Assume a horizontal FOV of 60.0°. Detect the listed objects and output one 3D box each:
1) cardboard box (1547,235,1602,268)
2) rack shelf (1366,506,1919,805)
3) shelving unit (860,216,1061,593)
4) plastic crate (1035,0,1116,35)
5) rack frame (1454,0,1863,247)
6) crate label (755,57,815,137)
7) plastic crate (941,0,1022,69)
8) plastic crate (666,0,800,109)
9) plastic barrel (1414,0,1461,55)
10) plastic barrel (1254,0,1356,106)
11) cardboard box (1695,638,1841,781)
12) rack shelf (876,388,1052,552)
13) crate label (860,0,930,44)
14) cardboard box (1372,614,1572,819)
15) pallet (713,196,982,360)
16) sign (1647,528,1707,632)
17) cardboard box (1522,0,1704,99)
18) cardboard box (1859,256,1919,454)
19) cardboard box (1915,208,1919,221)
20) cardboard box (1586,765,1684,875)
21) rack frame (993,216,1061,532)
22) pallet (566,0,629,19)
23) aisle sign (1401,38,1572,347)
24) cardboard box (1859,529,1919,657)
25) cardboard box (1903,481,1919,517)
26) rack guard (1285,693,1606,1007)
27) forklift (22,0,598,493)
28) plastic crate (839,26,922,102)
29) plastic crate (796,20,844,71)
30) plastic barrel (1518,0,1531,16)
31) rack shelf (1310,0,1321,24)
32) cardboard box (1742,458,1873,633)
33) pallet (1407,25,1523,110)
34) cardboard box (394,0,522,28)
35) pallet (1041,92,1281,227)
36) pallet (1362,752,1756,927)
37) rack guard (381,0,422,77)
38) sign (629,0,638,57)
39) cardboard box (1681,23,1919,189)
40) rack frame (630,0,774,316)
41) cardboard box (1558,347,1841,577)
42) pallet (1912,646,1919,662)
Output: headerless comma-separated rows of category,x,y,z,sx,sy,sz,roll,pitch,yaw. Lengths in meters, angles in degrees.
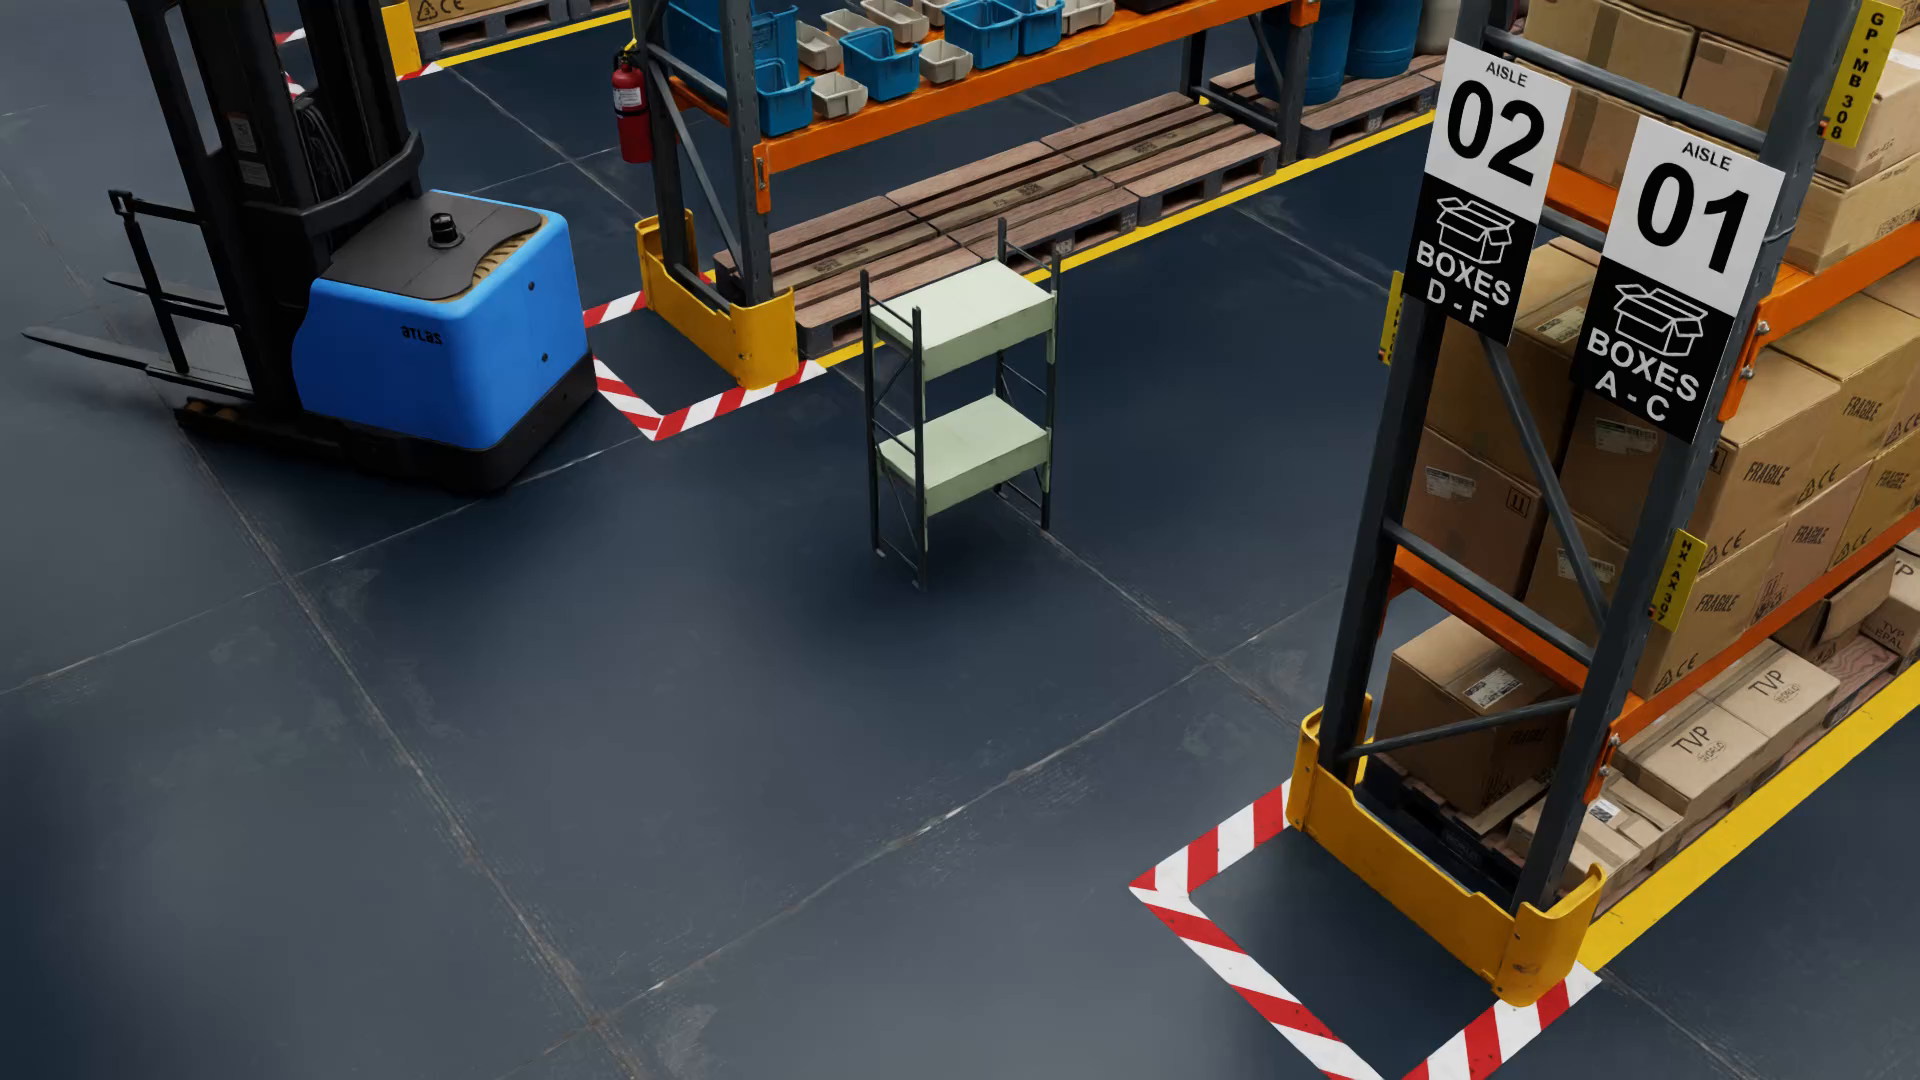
cardboard box,2.275,-0.754,5.571,0.500,0.500,0.500,-25,45,-27
rack shelf,3.275,-0.318,6.473,4.000,0.370,1.077,-26,46,-28
shelving unit,0.005,-0.582,7.411,0.755,1.500,0.431,-26,46,-28
plastic crate,0.648,-2.959,9.286,0.466,0.136,0.293,-26,46,-28
rack frame,1.689,-2.143,3.400,0.127,3.000,1.000,-26,46,-28
crate label,-0.930,-2.204,8.290,0.303,0.233,0.416,-26,46,-28
plastic crate,0.114,-2.713,8.910,0.300,0.233,0.416,-26,46,-28
plastic crate,-1.174,-2.576,8.583,0.499,0.435,0.616,-26,46,-28
plastic barrel,3.351,-3.711,11.672,0.421,0.512,0.421,0,39,0
plastic barrel,2.287,-3.414,11.004,0.708,0.901,0.600,-26,46,-28
cardboard box,3.086,0.616,6.589,0.500,0.250,0.500,-26,46,-28
rack shelf,0.005,-0.330,7.618,0.720,0.370,0.431,-26,46,-28
crate label,-0.345,-2.868,9.175,0.243,0.136,0.396,-26,46,-28
cardboard box,1.970,0.639,6.363,0.500,0.500,0.500,-26,46,-28
pallet,-0.649,-1.537,9.590,1.213,0.211,1.003,-26,46,-28
sign,2.020,0.115,4.696,0.005,0.325,0.100,-26,46,-28
cardboard box,1.941,-1.445,4.639,0.500,0.250,0.500,-26,46,-28
cardboard box,3.011,-0.684,5.485,0.500,0.500,0.500,-25,46,-28
cardboard box,2.656,-1.182,4.713,0.500,0.250,0.500,-26,46,-28
cardboard box,2.429,1.016,6.166,0.250,0.166,0.380,-26,46,-28
rack frame,0.295,-0.724,7.583,0.023,1.500,0.400,-26,46,-28
pallet,-2.791,-4.546,13.258,1.213,0.211,1.003,-26,46,-28
aisle sign,1.448,-0.956,4.634,0.004,0.787,0.394,-26,46,-28
cardboard box,3.987,0.153,7.105,0.500,0.311,0.500,-26,46,-28
cardboard box,3.405,-0.488,6.034,0.500,0.500,0.500,-25,46,-28
rack guard,1.750,1.114,6.132,0.348,0.500,1.175,-26,46,-28
forklift,-3.480,-1.938,7.935,3.031,2.935,1.130,13,41,15
plastic crate,-0.408,-2.458,8.600,0.300,0.233,0.416,-26,46,-28
plastic crate,-0.790,-2.643,8.901,0.243,0.136,0.396,-26,46,-28
plastic barrel,4.246,-4.147,12.204,0.421,0.512,0.421,0,39,0
rack shelf,3.431,-4.356,11.396,4.000,0.370,1.077,-26,46,-28
cardboard box,2.608,-0.103,5.565,0.500,0.500,0.500,-26,46,-28
pallet,3.451,-3.535,12.026,1.213,0.211,1.003,-26,46,-28
cardboard box,-3.886,-4.435,12.269,0.875,0.875,0.875,-26,46,-28
pallet,1.286,-2.480,10.740,1.213,0.211,1.003,-26,46,-28
pallet,2.381,0.917,6.599,1.213,0.211,1.003,-26,46,-28
rack guard,-4.363,-3.831,12.159,0.348,0.500,1.175,-26,46,-28
sign,-1.674,-2.649,8.619,0.005,0.325,0.100,-26,46,-28
cardboard box,2.255,-1.186,4.323,0.500,0.250,0.500,-26,46,-28
rack frame,-1.326,-2.316,8.341,0.127,3.000,1.000,-26,46,-28
cardboard box,2.202,-0.287,5.002,0.500,0.500,0.500,-25,45,-27
pallet,4.316,-0.026,7.749,1.213,0.211,1.003,-26,46,-28
